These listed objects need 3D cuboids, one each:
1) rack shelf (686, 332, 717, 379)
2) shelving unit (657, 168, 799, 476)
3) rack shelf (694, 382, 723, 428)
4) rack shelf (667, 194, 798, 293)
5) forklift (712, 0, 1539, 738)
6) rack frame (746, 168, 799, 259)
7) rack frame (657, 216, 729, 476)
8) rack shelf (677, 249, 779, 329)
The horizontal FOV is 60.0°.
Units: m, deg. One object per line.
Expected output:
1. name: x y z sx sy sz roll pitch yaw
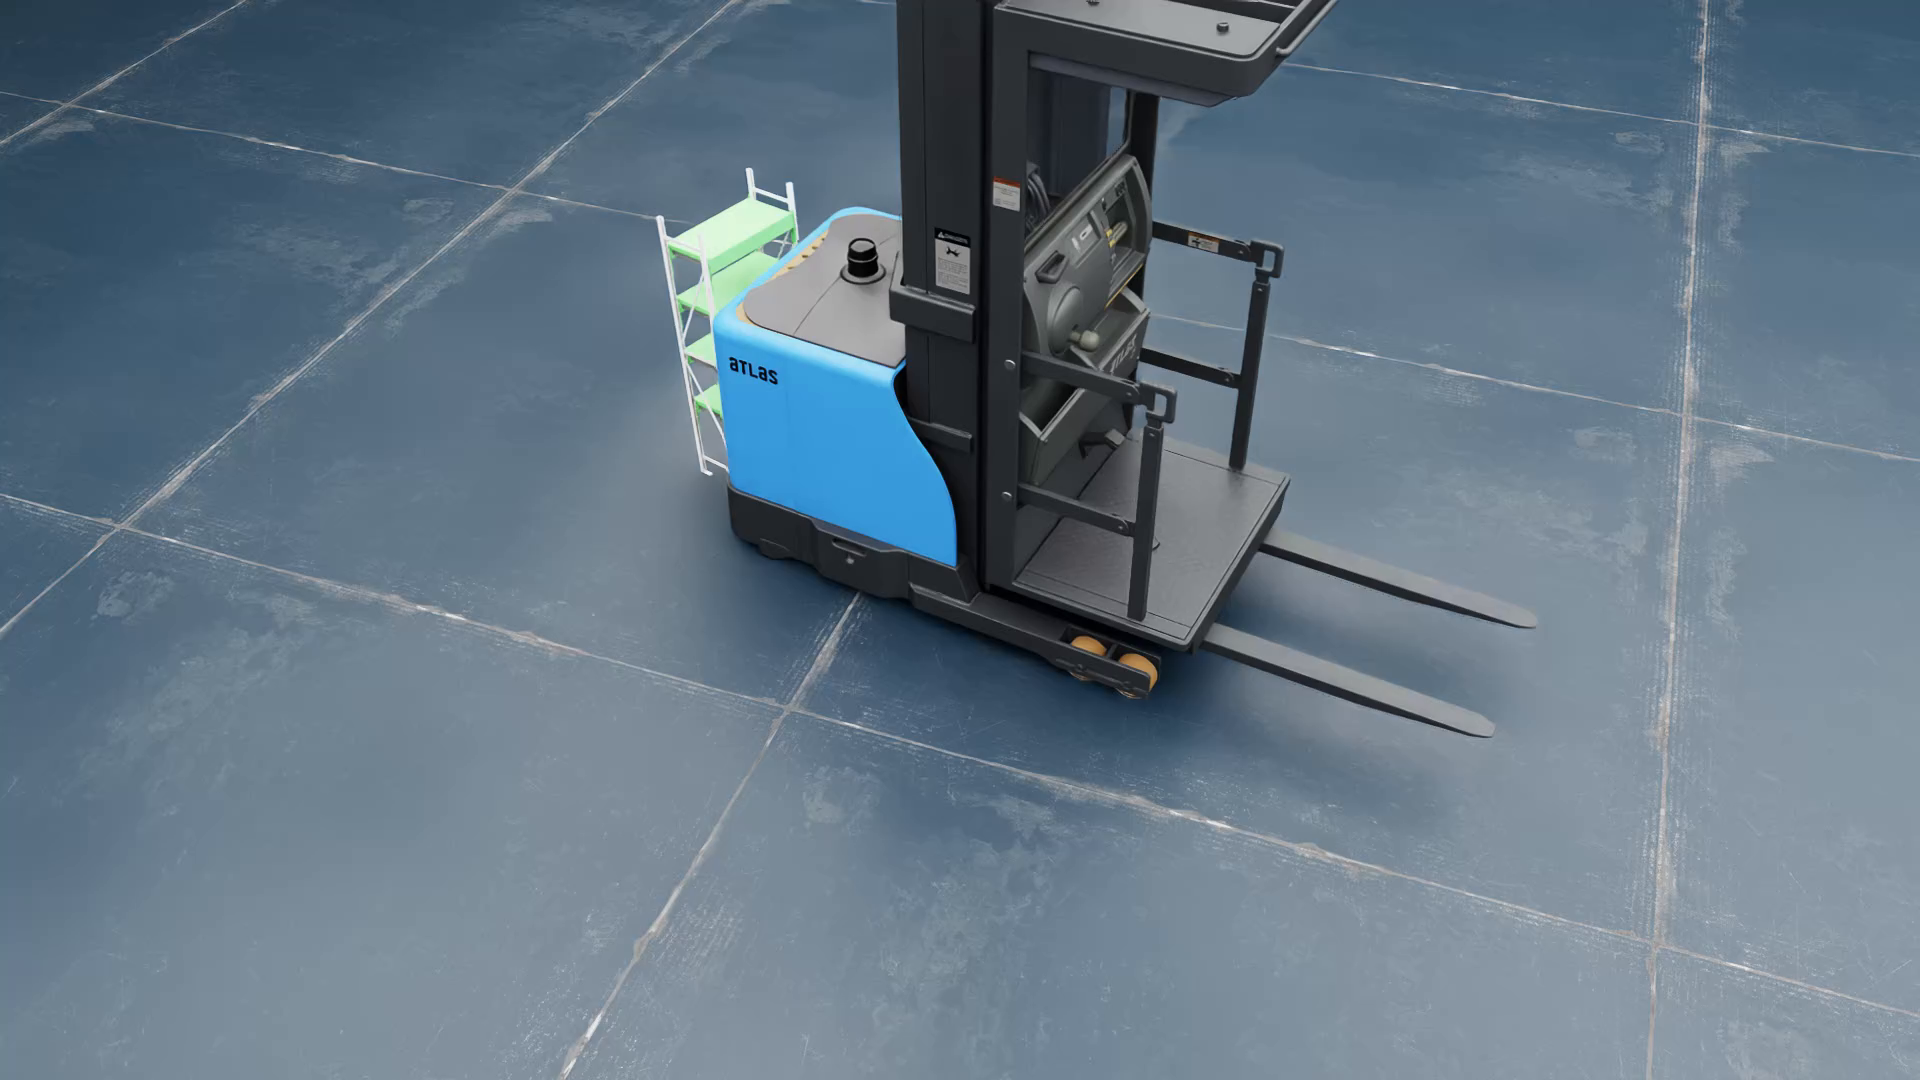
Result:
1. rack shelf: -0.878 -0.796 6.845 0.258 0.148 0.480 25 46 31
2. shelving unit: -0.881 -0.846 6.805 0.258 1.200 0.503 25 46 31
3. rack shelf: -0.867 -0.608 6.994 0.258 0.148 0.480 25 46 31
4. rack shelf: -0.900 -1.172 6.547 0.258 0.148 0.480 25 46 31
5. forklift: 0.622 -0.932 5.584 3.031 2.935 1.130 19 44 21
6. rack frame: -0.728 -0.969 6.950 0.240 1.200 0.015 25 46 31
7. rack frame: -1.033 -0.722 6.660 0.240 1.200 0.015 25 46 31
8. rack shelf: -0.889 -0.984 6.696 0.258 0.148 0.480 25 46 31
